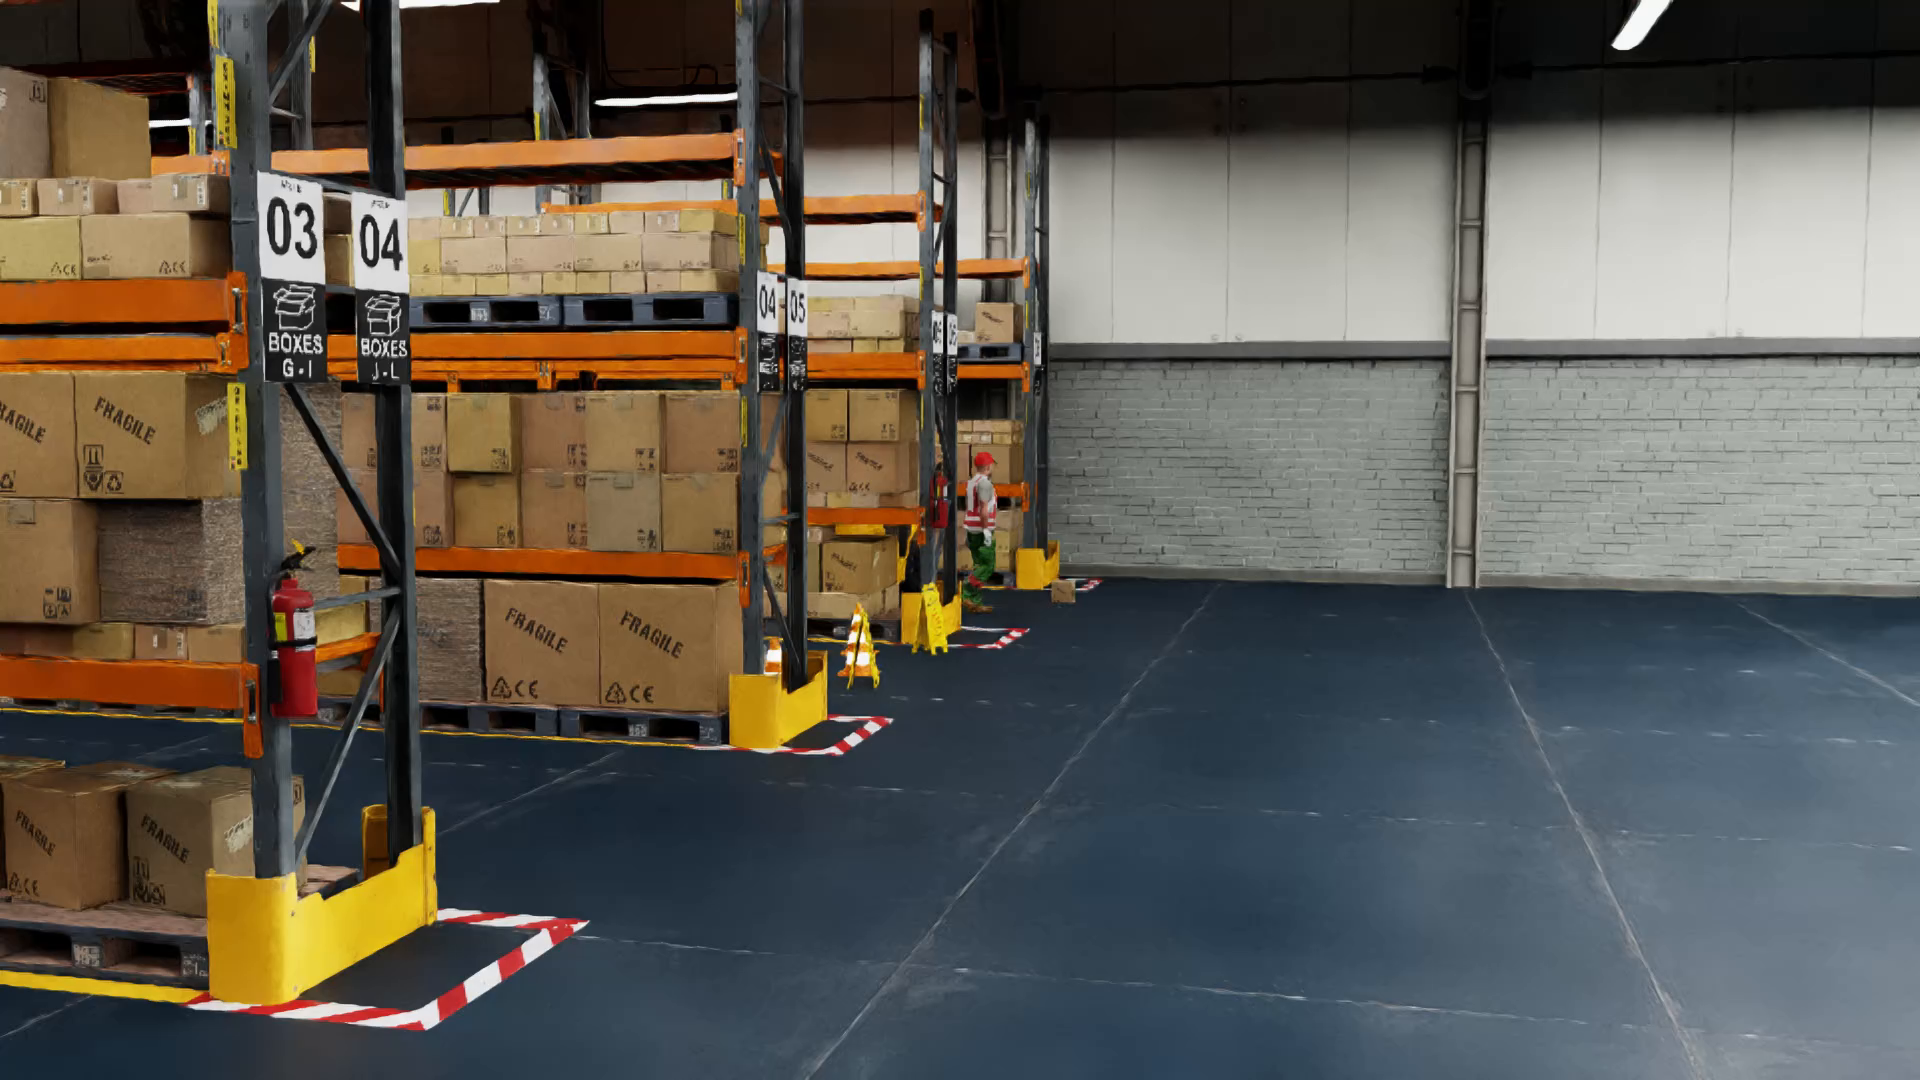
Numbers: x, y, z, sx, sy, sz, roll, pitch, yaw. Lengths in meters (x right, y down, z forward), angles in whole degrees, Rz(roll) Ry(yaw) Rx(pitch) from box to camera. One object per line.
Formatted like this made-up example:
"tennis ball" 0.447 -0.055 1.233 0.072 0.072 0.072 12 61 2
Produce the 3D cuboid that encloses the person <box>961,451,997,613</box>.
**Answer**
"person" 0.166 -0.083 18.319 0.566 1.780 0.590 -2 5 -19
